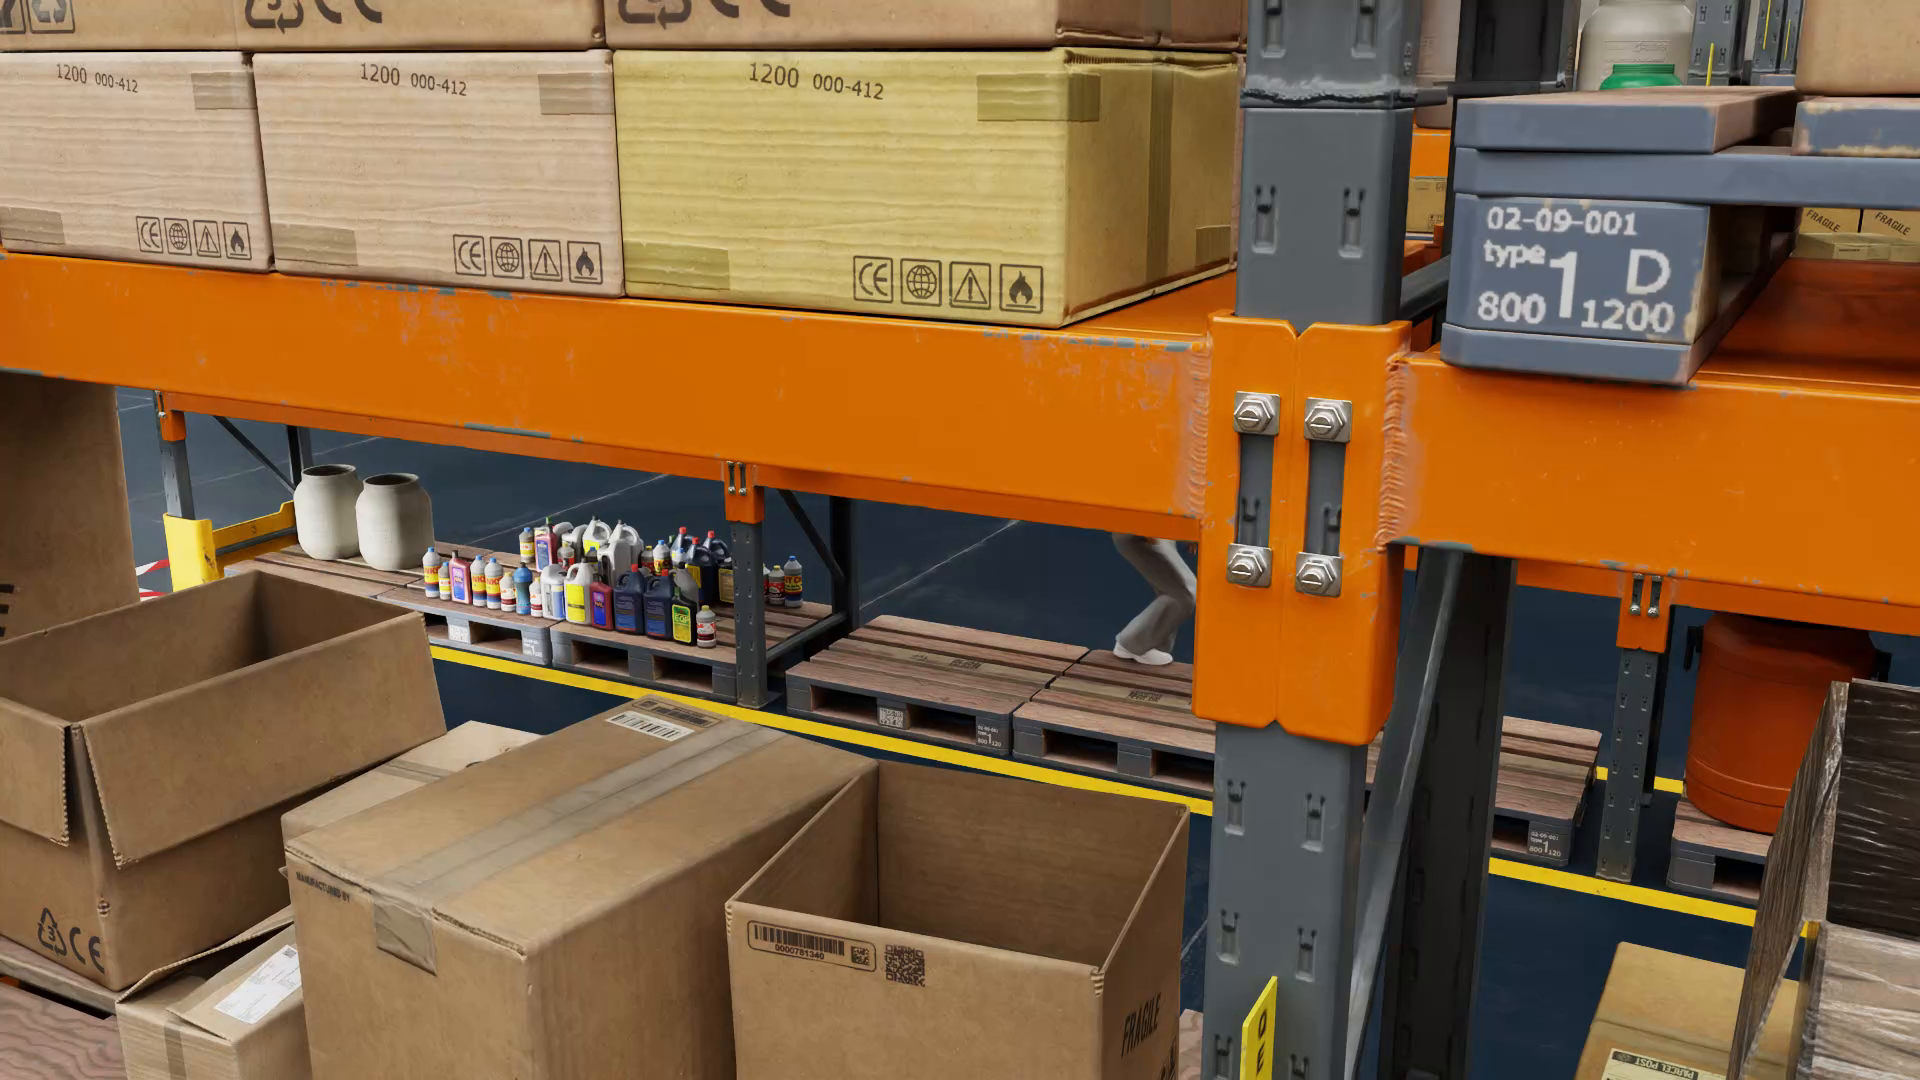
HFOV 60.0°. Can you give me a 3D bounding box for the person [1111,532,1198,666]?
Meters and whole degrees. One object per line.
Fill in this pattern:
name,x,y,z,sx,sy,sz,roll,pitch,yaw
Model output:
person,1.004,-0.003,8.188,0.490,1.606,0.464,8,18,27
